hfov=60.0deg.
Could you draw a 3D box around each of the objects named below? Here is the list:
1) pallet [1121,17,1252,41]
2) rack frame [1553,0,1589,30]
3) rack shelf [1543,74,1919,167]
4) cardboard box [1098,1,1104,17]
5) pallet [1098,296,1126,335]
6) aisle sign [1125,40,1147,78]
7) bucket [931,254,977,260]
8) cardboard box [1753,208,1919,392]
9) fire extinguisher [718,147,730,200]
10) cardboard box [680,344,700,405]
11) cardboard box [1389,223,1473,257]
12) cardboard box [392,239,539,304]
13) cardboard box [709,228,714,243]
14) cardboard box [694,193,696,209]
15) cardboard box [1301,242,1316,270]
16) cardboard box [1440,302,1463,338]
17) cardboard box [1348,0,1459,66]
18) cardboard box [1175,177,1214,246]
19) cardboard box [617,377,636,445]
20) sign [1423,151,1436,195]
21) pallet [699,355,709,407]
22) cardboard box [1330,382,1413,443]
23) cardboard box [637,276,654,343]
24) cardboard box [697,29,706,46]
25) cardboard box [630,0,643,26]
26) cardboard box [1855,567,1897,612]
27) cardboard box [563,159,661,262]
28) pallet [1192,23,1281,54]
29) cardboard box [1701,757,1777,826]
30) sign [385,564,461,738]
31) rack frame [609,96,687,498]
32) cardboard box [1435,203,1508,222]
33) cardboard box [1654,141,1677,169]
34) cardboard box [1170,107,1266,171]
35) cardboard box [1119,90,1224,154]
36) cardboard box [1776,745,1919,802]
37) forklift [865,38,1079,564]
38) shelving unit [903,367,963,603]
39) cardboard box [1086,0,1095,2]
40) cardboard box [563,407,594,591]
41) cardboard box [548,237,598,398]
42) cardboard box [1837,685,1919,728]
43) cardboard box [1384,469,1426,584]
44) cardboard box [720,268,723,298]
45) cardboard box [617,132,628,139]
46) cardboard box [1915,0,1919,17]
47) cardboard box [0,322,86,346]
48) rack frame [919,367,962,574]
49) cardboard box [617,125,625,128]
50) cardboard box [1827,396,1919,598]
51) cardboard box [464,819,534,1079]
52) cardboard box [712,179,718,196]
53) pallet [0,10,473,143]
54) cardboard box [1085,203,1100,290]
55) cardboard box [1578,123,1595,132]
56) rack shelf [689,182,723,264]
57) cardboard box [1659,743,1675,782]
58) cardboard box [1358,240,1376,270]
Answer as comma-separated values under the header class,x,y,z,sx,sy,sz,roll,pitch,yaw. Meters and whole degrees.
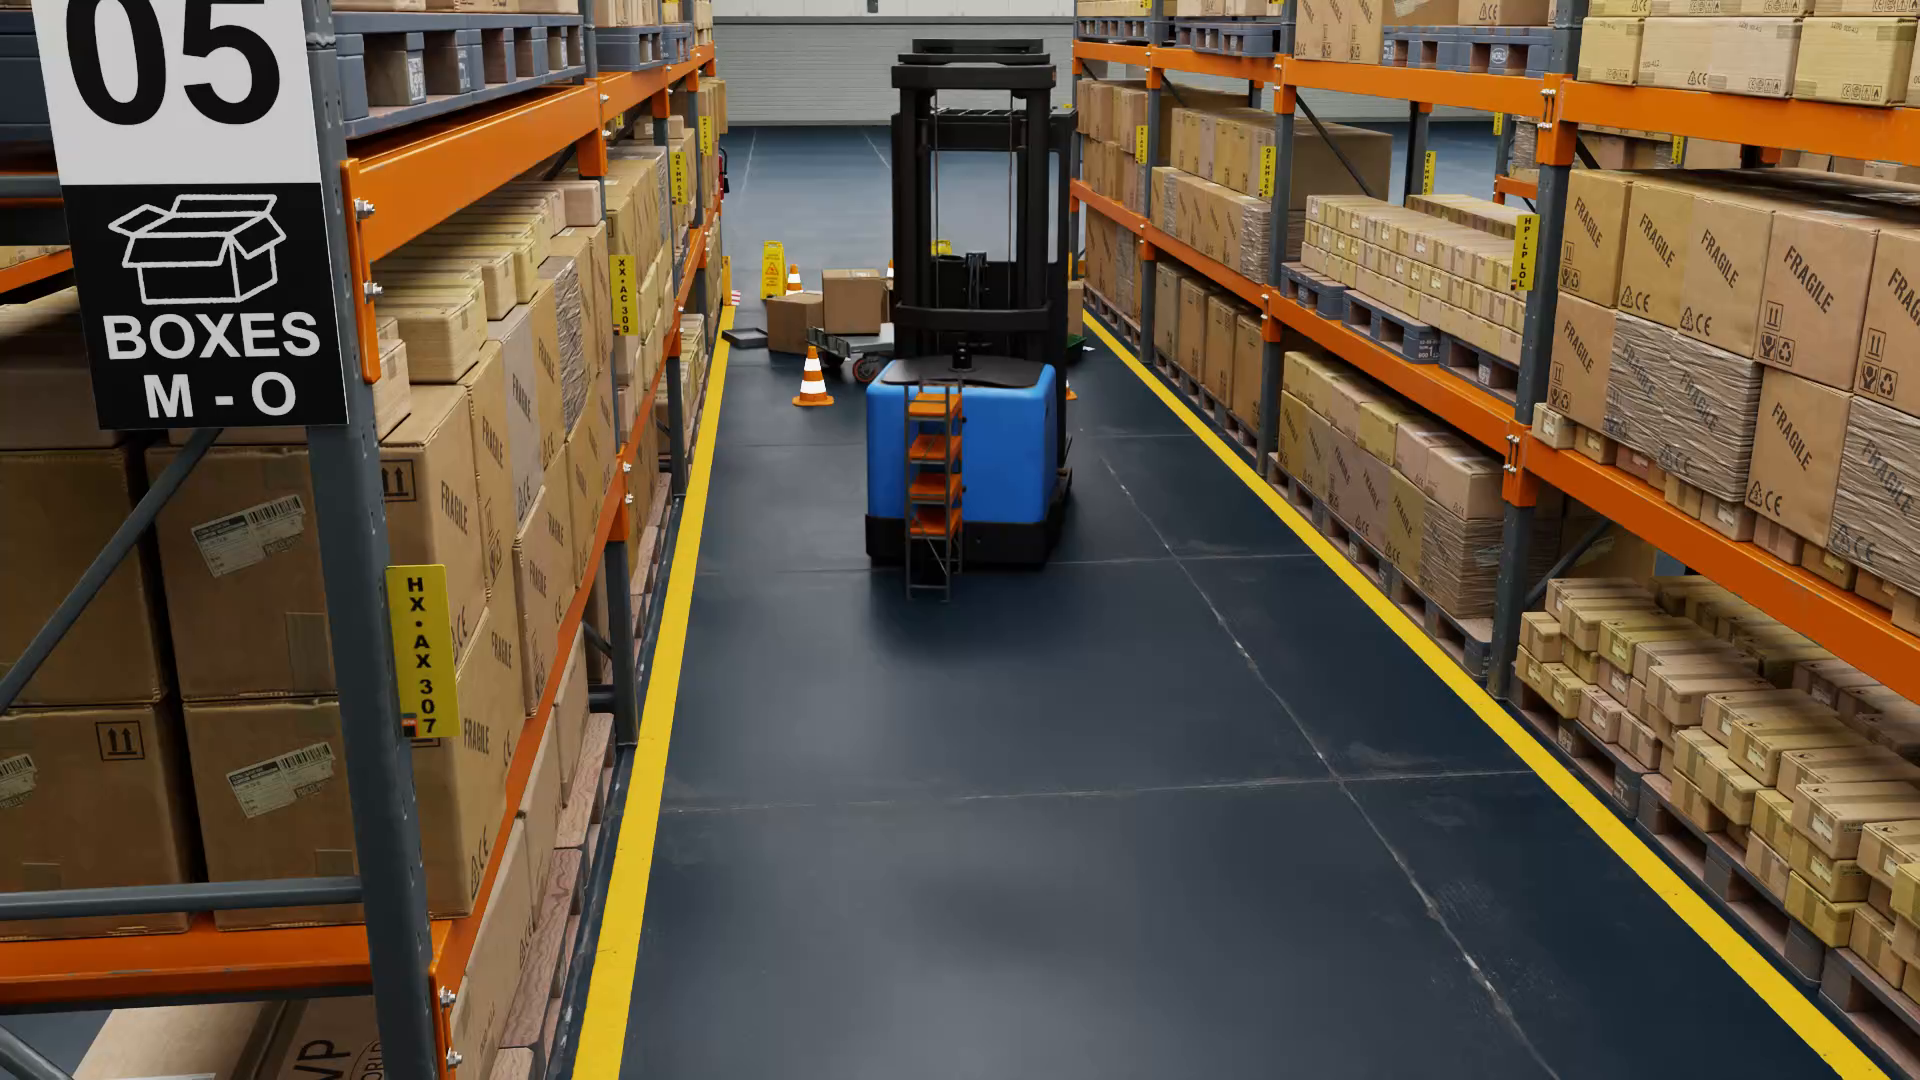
class,x,y,z,sx,sy,sz,roll,pitch,yaw
pallet,2.097,-4.725,15.359,1.003,0.211,1.213,-2,18,-6
rack frame,2.996,-3.571,6.527,1.000,3.000,0.127,-2,18,-6
rack shelf,3.202,-1.200,5.186,1.077,0.370,4.000,-2,18,-6
cardboard box,1.605,-5.355,16.769,0.380,0.149,0.250,-2,18,-6
pallet,2.041,-2.355,17.325,1.003,0.211,1.213,-2,18,-6
aisle sign,2.049,-5.554,18.521,0.394,0.787,0.004,-2,18,-6
bucket,-0.137,-2.225,15.182,0.726,0.611,0.620,4,28,13
cardboard box,2.941,-0.775,5.305,0.500,0.500,0.500,-2,18,-8
fire extinguisher,-2.709,-4.112,18.396,0.296,0.674,0.183,-2,18,-6
cardboard box,-2.535,-1.278,12.926,0.950,0.372,0.625,-1,17,-4
cardboard box,2.597,-1.655,9.165,0.380,0.149,0.250,-2,18,-6
cardboard box,-1.384,-0.745,4.625,0.380,0.149,0.250,-2,18,-7
cardboard box,-2.574,-2.921,16.028,0.380,0.149,0.250,-1,17,-2
cardboard box,-2.415,-2.845,13.948,0.380,0.149,0.250,-2,17,-5
cardboard box,2.429,-1.841,10.752,0.380,0.149,0.250,-2,18,-6
cardboard box,2.681,-1.127,8.479,0.380,0.149,0.250,-3,18,-8
cardboard box,2.493,-2.903,9.241,0.500,0.500,0.500,-2,18,-6
cardboard box,2.059,-2.675,13.523,0.500,0.500,0.500,-2,18,-6
cardboard box,-1.700,-0.593,7.308,0.500,0.250,0.500,-2,18,-7
sign,3.122,-2.434,11.122,0.100,0.325,0.005,-2,18,-6
pallet,-2.661,-1.346,14.113,1.003,0.211,1.213,-2,18,-6
cardboard box,2.504,-0.754,9.790,0.500,0.250,0.500,-2,18,-5
cardboard box,-1.790,-1.138,8.209,0.500,0.250,0.500,-2,17,-5
cardboard box,-2.576,-4.707,15.575,0.380,0.149,0.250,-2,18,-7
cardboard box,-1.758,-2.648,8.119,0.396,0.266,0.258,0,17,-1
cardboard box,3.048,0.128,5.180,0.380,0.149,0.250,-3,18,-8
cardboard box,-1.911,-1.795,9.051,0.500,0.500,0.500,-2,18,-6
pallet,2.346,-3.764,12.467,1.003,0.211,1.213,-1,17,-3
cardboard box,2.884,0.886,5.909,0.380,0.149,0.250,-2,18,-5
sign,-0.952,0.200,2.954,0.100,0.325,0.005,-2,18,-6
rack frame,-2.330,-1.717,10.638,1.000,3.000,0.127,-2,18,-6
cardboard box,3.140,-1.980,10.200,0.380,0.149,0.250,-1,17,-4
cardboard box,7.130,-3.541,15.783,0.875,0.500,0.500,-2,18,-6
cardboard box,2.228,-3.469,14.382,0.700,0.500,0.500,-2,18,-7
cardboard box,1.994,-3.950,15.697,0.875,0.550,0.550,-2,18,-6
cardboard box,3.016,0.820,5.622,0.380,0.149,0.250,-2,18,-7
forklift,0.160,-1.659,10.569,1.130,2.935,3.031,2,18,7
shelving unit,-0.142,-0.309,9.159,0.258,1.200,0.503,2,18,7
cardboard box,1.606,-5.730,17.299,0.500,0.250,0.500,-2,18,-6
cardboard box,-1.490,-0.140,5.449,0.500,0.500,0.500,-2,18,-6
cardboard box,-1.550,-0.767,5.775,0.500,0.500,0.500,-2,18,-6
cardboard box,3.499,0.652,6.158,0.380,0.149,0.250,-2,18,-8
cardboard box,2.616,-0.082,8.901,0.500,0.500,0.500,-2,18,-7
cardboard box,-2.802,-2.749,17.816,0.500,0.250,0.500,-2,18,-6
cardboard box,-2.927,-3.001,13.364,0.500,0.500,0.500,-2,18,-5
cardboard box,3.004,-1.549,4.511,0.500,0.250,0.500,-2,17,-5
cardboard box,-1.791,-0.343,3.344,0.380,0.149,0.250,-1,17,-5
rack frame,-0.109,-0.382,9.390,0.240,1.200,0.015,2,18,7
cardboard box,-3.382,-4.140,17.694,0.500,0.500,0.500,-2,18,-6
cardboard box,2.996,-0.137,4.941,0.500,0.500,0.500,-2,18,-5
cardboard box,-1.775,1.223,4.852,0.875,0.438,0.875,-1,17,-4
cardboard box,-2.706,-3.651,17.218,0.380,0.149,0.250,-1,17,-5
pallet,-1.592,-0.943,3.313,1.003,0.211,1.213,-2,18,-6
cardboard box,1.894,-3.270,18.432,0.875,0.875,0.875,-2,18,-5
cardboard box,6.643,-4.454,17.024,0.500,0.500,0.500,-2,18,-6
rack shelf,-2.949,-3.161,16.440,1.077,0.370,4.000,-2,18,-6
cardboard box,2.957,0.875,6.441,0.380,0.149,0.250,-3,18,-8
cardboard box,2.545,-1.663,9.687,0.380,0.149,0.250,-2,18,-6
